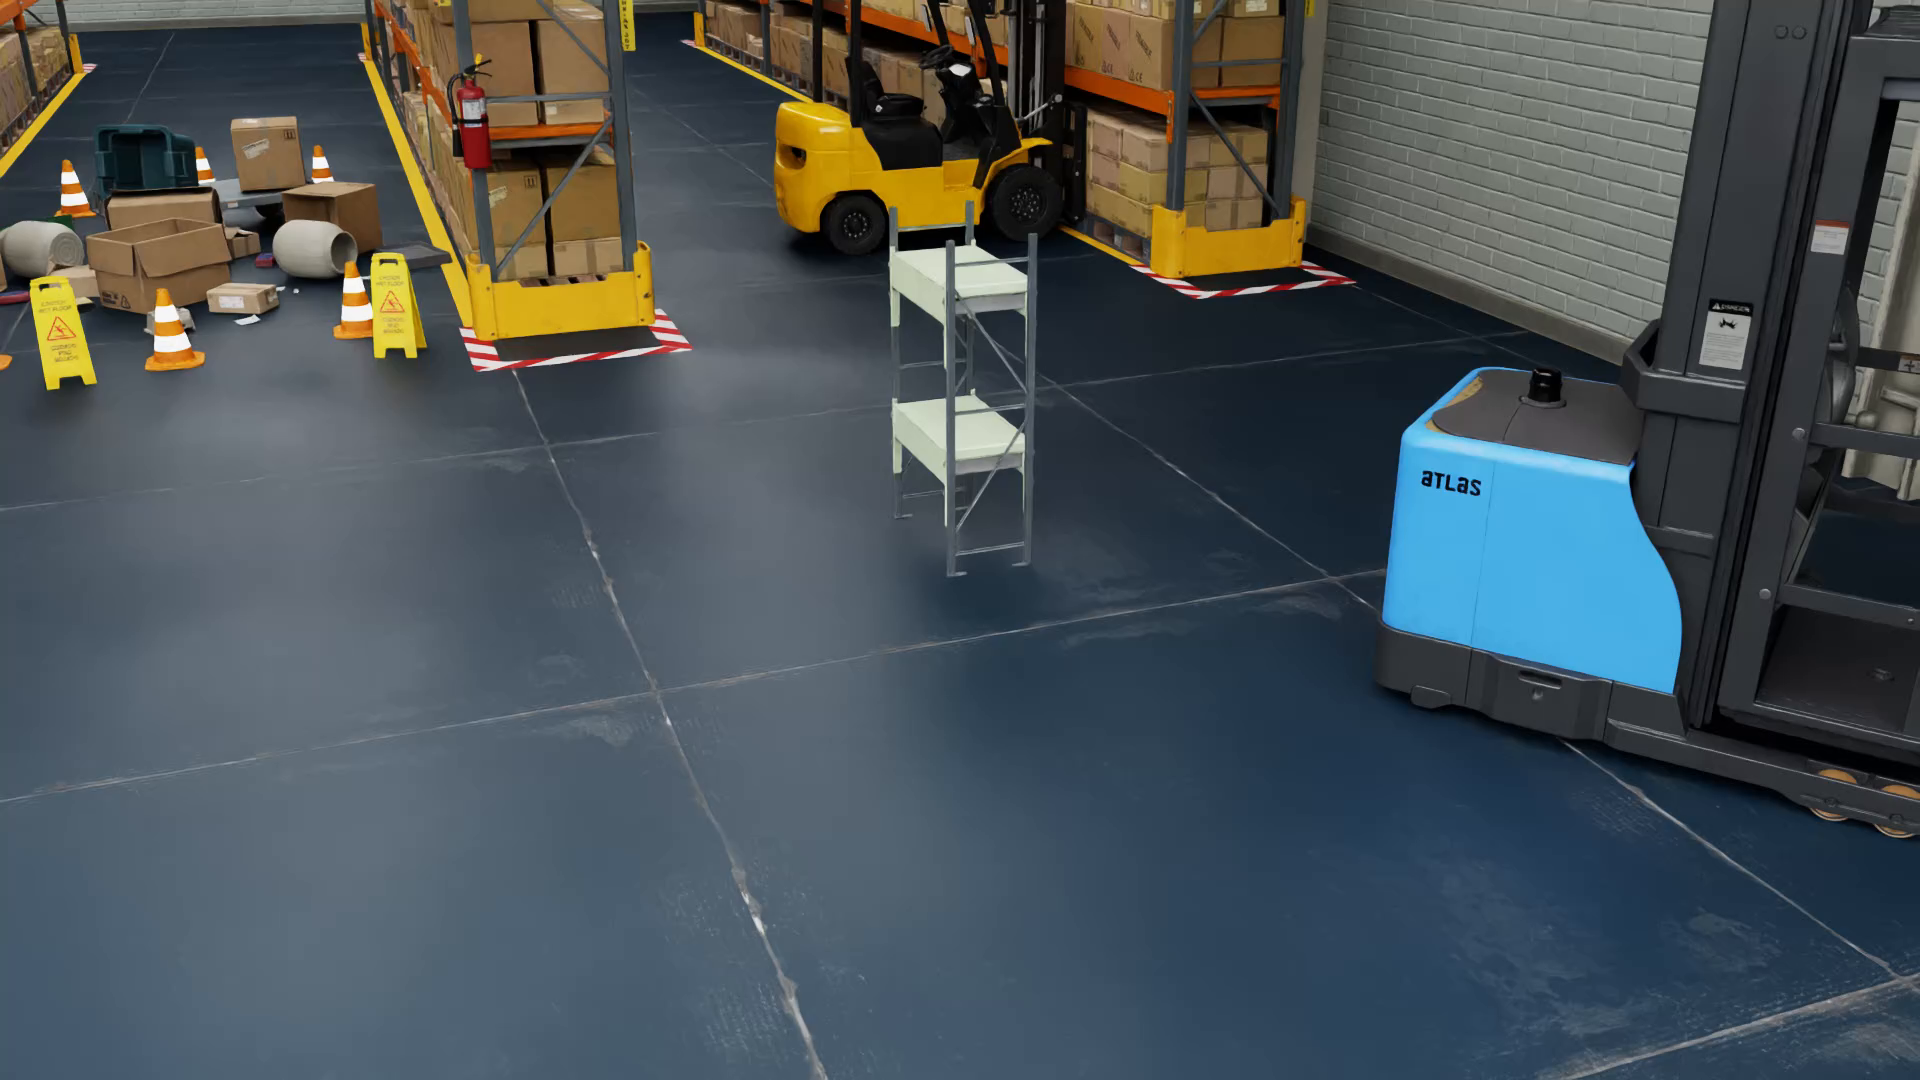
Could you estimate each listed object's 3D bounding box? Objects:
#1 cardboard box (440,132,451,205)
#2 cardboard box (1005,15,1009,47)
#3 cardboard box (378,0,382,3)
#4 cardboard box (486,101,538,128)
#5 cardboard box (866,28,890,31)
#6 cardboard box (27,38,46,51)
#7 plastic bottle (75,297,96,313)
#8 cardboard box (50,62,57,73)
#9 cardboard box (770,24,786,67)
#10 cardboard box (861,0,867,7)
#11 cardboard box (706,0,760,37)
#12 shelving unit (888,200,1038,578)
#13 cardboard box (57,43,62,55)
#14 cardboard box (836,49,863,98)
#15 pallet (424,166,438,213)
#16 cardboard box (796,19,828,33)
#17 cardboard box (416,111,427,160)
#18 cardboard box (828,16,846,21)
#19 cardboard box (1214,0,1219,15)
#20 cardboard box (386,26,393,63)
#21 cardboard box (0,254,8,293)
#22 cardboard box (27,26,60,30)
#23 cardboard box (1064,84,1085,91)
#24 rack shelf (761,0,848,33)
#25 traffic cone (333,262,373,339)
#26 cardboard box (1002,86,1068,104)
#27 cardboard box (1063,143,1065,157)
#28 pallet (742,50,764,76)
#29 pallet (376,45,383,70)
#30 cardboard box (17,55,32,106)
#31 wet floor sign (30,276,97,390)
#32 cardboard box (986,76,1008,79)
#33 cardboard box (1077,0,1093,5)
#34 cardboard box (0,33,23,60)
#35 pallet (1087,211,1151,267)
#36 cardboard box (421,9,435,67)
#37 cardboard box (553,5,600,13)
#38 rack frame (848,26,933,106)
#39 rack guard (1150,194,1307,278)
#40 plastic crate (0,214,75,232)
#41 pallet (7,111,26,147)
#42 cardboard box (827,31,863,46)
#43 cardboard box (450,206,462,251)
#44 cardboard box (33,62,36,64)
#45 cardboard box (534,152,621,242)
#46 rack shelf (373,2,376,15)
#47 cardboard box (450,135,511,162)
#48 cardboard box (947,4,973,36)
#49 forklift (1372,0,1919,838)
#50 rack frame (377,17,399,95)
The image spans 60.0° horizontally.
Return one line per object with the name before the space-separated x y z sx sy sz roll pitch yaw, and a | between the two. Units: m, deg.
cardboard box | -3.696 -2.881 12.759 0.500 0.500 0.500 -7 24 -16
cardboard box | 0.721 -4.587 14.642 0.500 0.500 0.500 -8 24 -18
cardboard box | -6.433 -6.325 19.087 0.500 0.250 0.500 -9 24 -20
cardboard box | -2.952 -2.780 10.807 0.380 0.149 0.250 -8 24 -17
cardboard box | -0.937 -6.242 20.540 0.380 0.149 0.250 -10 25 -21
cardboard box | -11.911 -6.312 21.228 0.380 0.149 0.250 -8 24 -19
plastic bottle | -6.122 -1.641 11.565 0.133 0.061 0.283 -18 29 -37
cardboard box | -11.962 -6.142 21.591 0.380 0.149 0.250 -8 24 -18
cardboard box | -2.257 -6.667 22.383 0.500 0.500 0.500 -7 24 -17
cardboard box | -0.876 -6.114 18.588 0.500 0.250 0.500 -8 24 -19
cardboard box | -3.503 -8.093 25.763 0.797 0.503 0.637 -9 25 -21
shelving unit | 0.002 -0.689 7.453 0.431 1.500 0.755 -8 24 -19
cardboard box | -12.229 -6.562 22.205 0.380 0.149 0.250 -9 25 -21
cardboard box | -1.154 -5.544 19.719 0.500 0.500 0.500 -8 24 -17
pallet | -4.310 -3.240 15.166 1.003 0.211 1.213 -8 24 -19
cardboard box | -1.905 -6.630 21.461 0.380 0.149 0.250 -8 24 -19
cardboard box | -4.725 -3.928 16.051 0.950 0.372 0.625 -8 24 -17
cardboard box | -1.510 -6.807 21.880 0.380 0.149 0.250 -10 25 -22
cardboard box | 1.998 -4.056 12.548 0.380 0.149 0.250 -8 24 -19
cardboard box | -7.298 -6.730 22.614 0.875 0.438 0.875 -9 25 -21
cardboard box | -7.120 -1.953 11.736 0.500 0.500 0.500 -4 23 -10
cardboard box | -12.443 -6.883 22.583 0.380 0.149 0.250 -8 24 -18
cardboard box | 1.157 -3.978 15.038 0.500 0.250 0.500 -9 24 -20
rack shelf | -1.510 -6.773 20.885 1.077 0.370 4.000 -8 24 -19
traffic cone | -3.979 -1.599 10.949 0.336 0.463 0.334 -8 24 -19
cardboard box | 0.658 -3.906 14.867 0.500 0.250 0.500 -8 24 -19
cardboard box | 1.015 -3.313 14.104 0.500 0.250 0.500 -8 24 -19
pallet | -2.459 -6.796 23.603 1.003 0.211 1.213 -8 24 -19
pallet | -7.917 -7.038 24.176 1.003 0.211 1.213 -8 24 -19
cardboard box | -10.957 -5.241 18.999 0.500 0.500 0.500 -9 24 -20
wet floor sign | -5.353 -1.249 9.883 0.267 0.644 0.232 -13 26 -28
cardboard box | 0.414 -4.212 16.398 0.875 0.625 0.625 -7 24 -17
cardboard box | 1.162 -4.367 13.284 0.380 0.149 0.250 -8 24 -19
cardboard box | -10.955 -5.585 18.850 0.500 0.250 0.500 -9 24 -20
pallet | 1.713 -2.459 13.311 1.003 0.211 1.213 -8 24 -19
cardboard box | -3.774 -3.864 12.544 0.500 0.500 0.500 -9 24 -19
cardboard box | -2.714 -3.370 11.372 0.500 0.500 0.500 -8 24 -17
rack frame | -0.804 -6.378 19.021 1.000 3.000 0.127 -8 24 -19
rack guard | 2.031 -2.311 12.589 1.175 0.500 0.348 -8 24 -19
plastic crate | -7.341 -2.374 13.067 0.450 0.188 0.662 -6 21 12
pallet | -10.743 -4.422 17.969 1.003 0.211 1.213 -8 24 -19
cardboard box | -1.393 -6.060 20.109 0.380 0.149 0.250 -9 25 -21
cardboard box | -3.523 -2.351 12.465 0.500 0.250 0.500 -9 25 -21
cardboard box | -11.669 -5.888 20.604 0.380 0.149 0.250 -10 25 -22
cardboard box | -2.655 -2.401 11.618 0.500 0.500 0.500 -9 25 -21
rack shelf | -7.566 -7.544 22.714 1.077 0.370 4.000 -8 24 -19
cardboard box | -3.340 -2.739 11.586 0.380 0.149 0.250 -8 24 -17
cardboard box | 0.186 -5.003 15.951 0.500 0.250 0.500 -8 24 -18
forklift | 3.094 -0.613 5.430 3.031 2.935 1.130 13 26 29
rack frame | -6.859 -7.149 20.850 1.000 3.000 0.127 -8 24 -19
